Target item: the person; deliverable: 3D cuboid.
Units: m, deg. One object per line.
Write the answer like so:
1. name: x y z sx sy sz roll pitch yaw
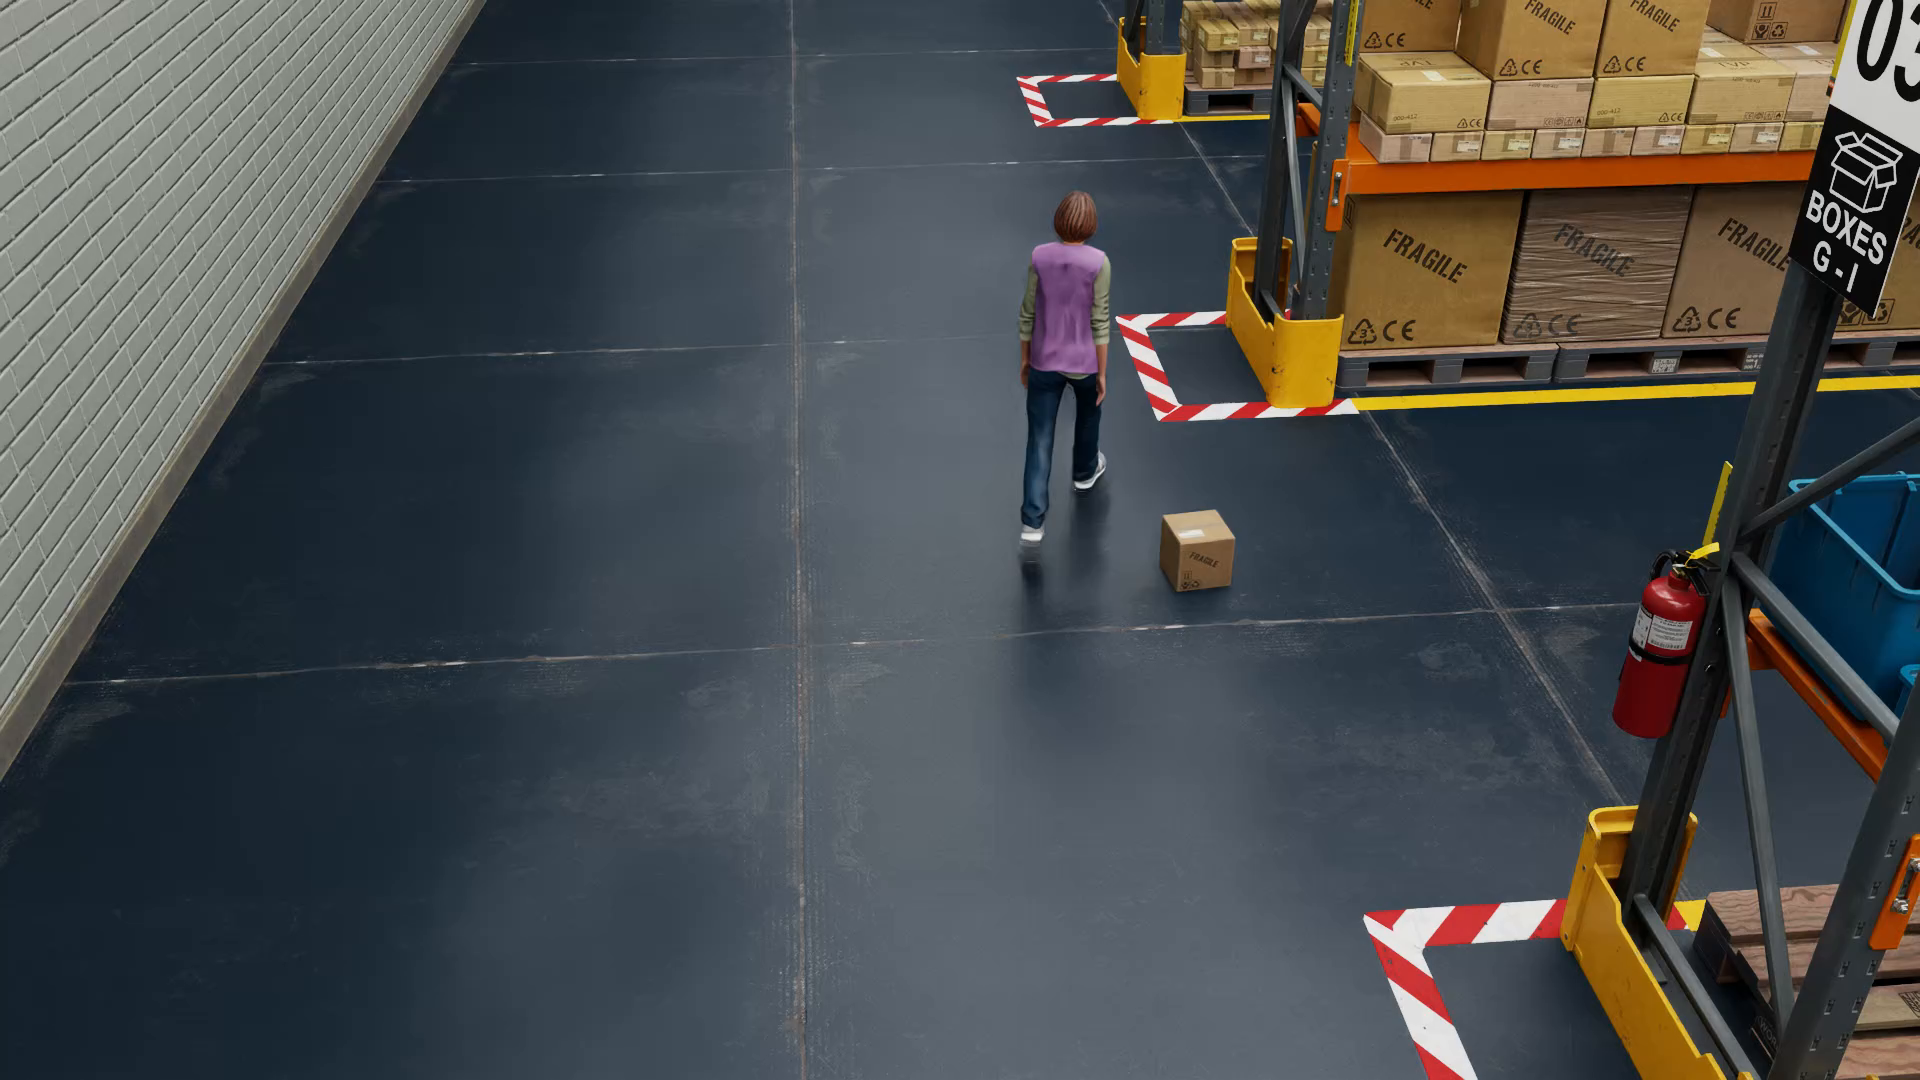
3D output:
1. person: 0.455 -0.782 7.447 0.420 1.531 1.006 6 32 9
